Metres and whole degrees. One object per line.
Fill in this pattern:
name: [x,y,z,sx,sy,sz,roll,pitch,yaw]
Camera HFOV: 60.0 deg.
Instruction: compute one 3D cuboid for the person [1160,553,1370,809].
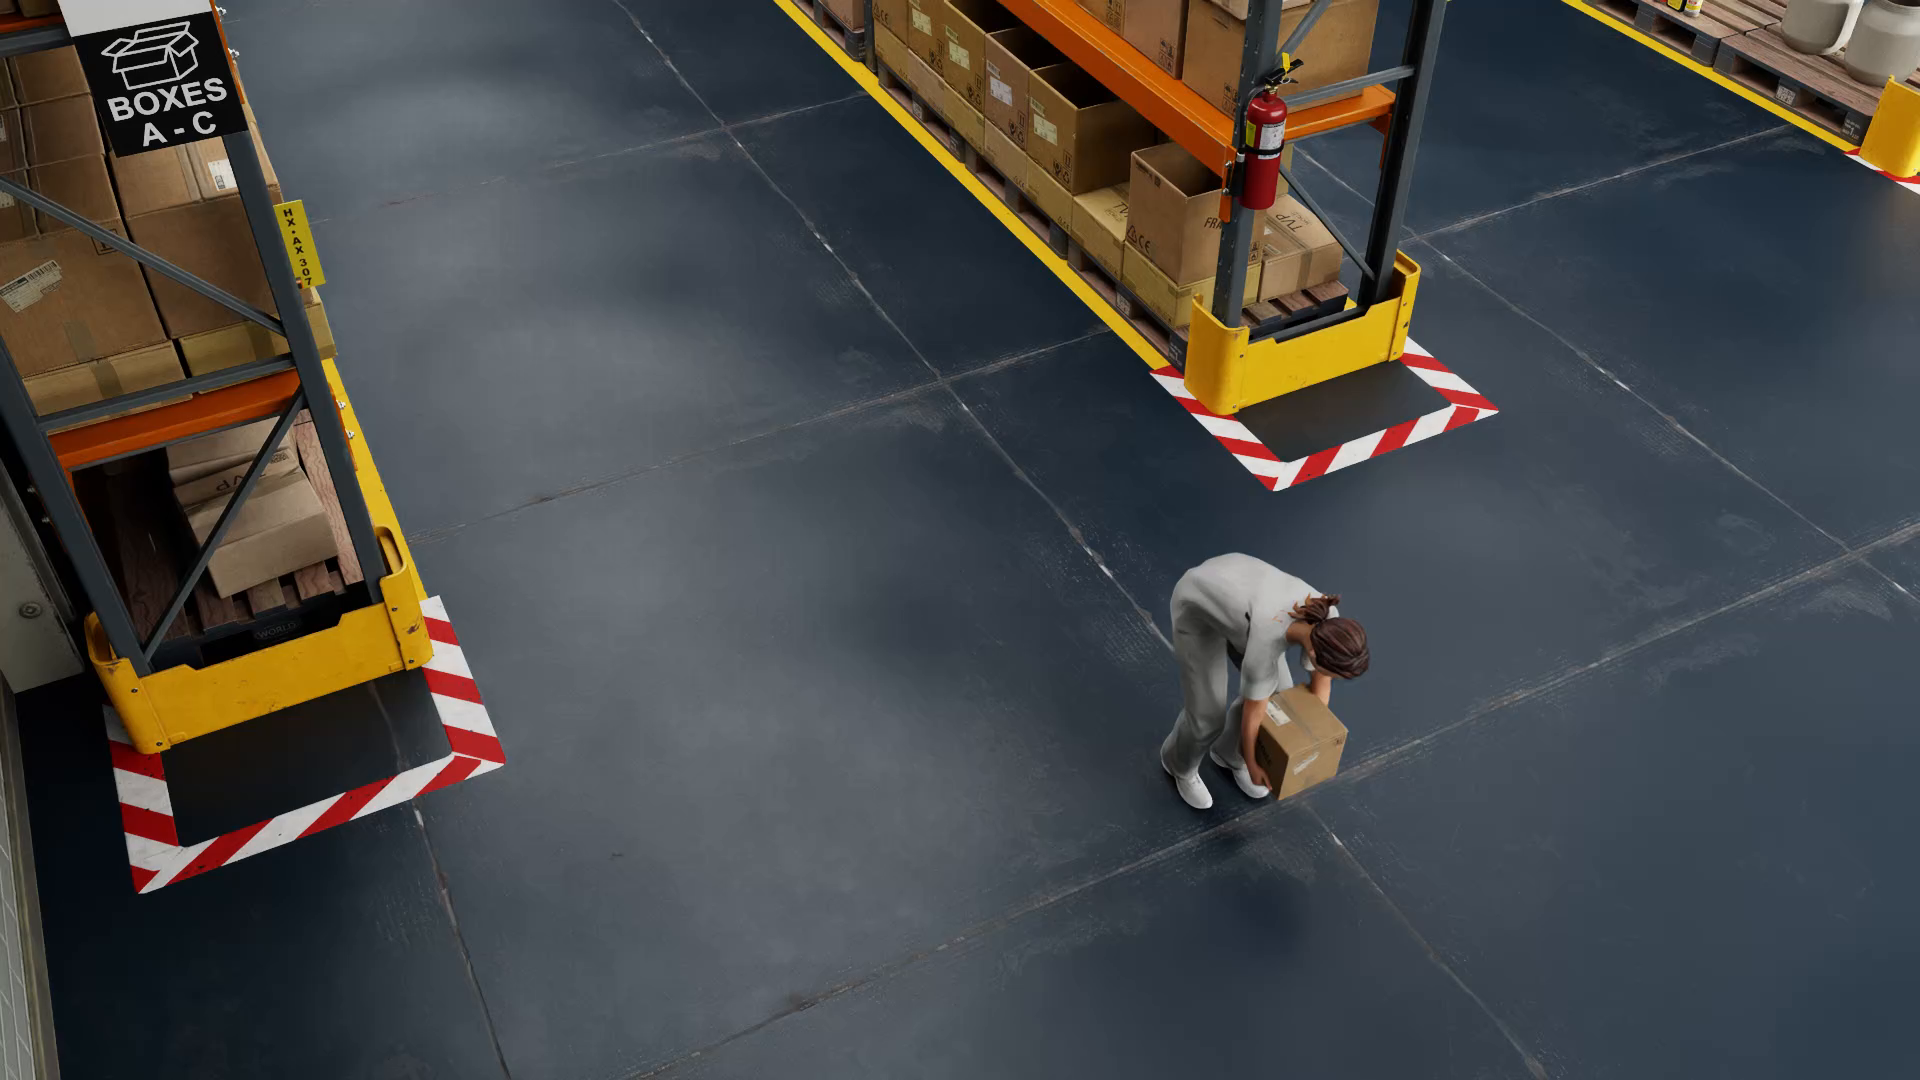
person: [1.056,0.554,5.883,0.429,1.214,0.836,-21,45,-22]
